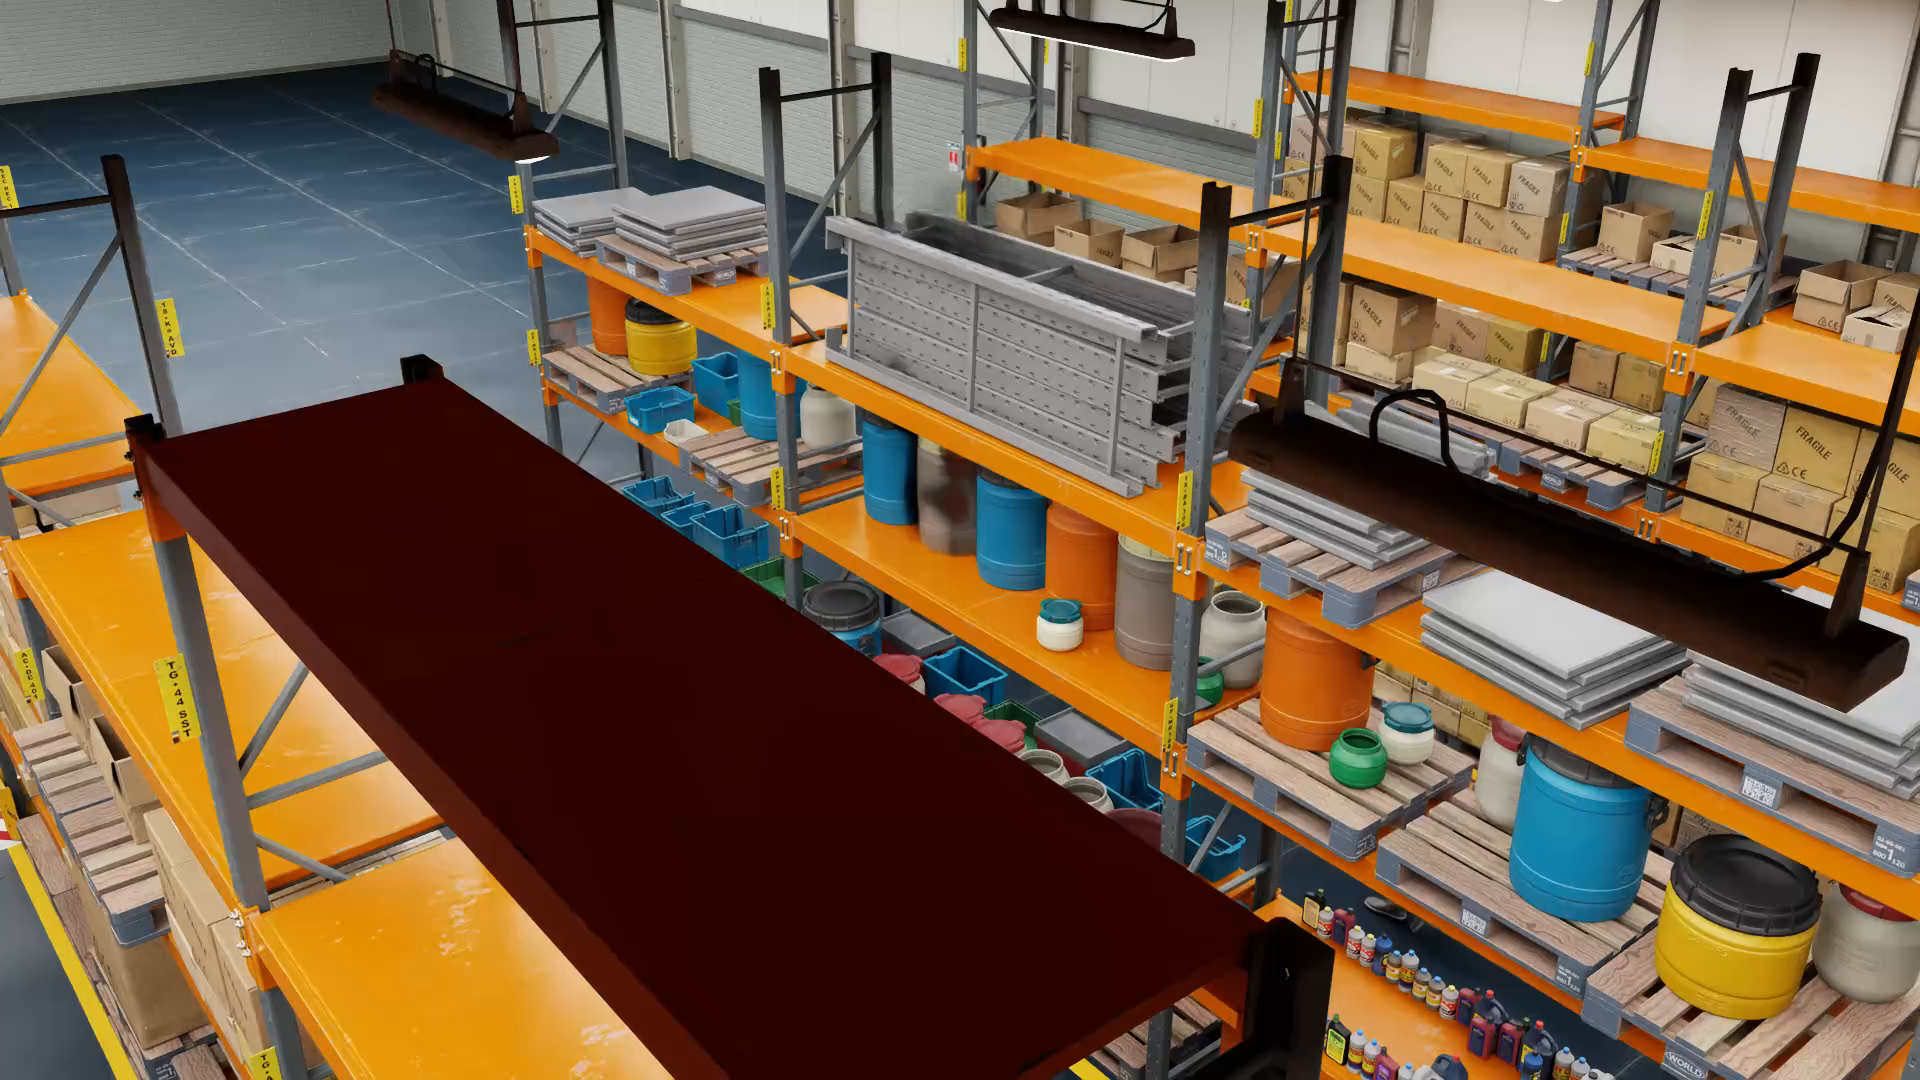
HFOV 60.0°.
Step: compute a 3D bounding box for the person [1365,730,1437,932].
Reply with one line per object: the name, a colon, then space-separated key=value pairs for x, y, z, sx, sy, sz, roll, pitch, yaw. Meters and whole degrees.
person: x=3.292 y=2.079 z=12.044 sx=0.656 sy=1.682 sz=0.664 roll=-22 pitch=33 yaw=-37
